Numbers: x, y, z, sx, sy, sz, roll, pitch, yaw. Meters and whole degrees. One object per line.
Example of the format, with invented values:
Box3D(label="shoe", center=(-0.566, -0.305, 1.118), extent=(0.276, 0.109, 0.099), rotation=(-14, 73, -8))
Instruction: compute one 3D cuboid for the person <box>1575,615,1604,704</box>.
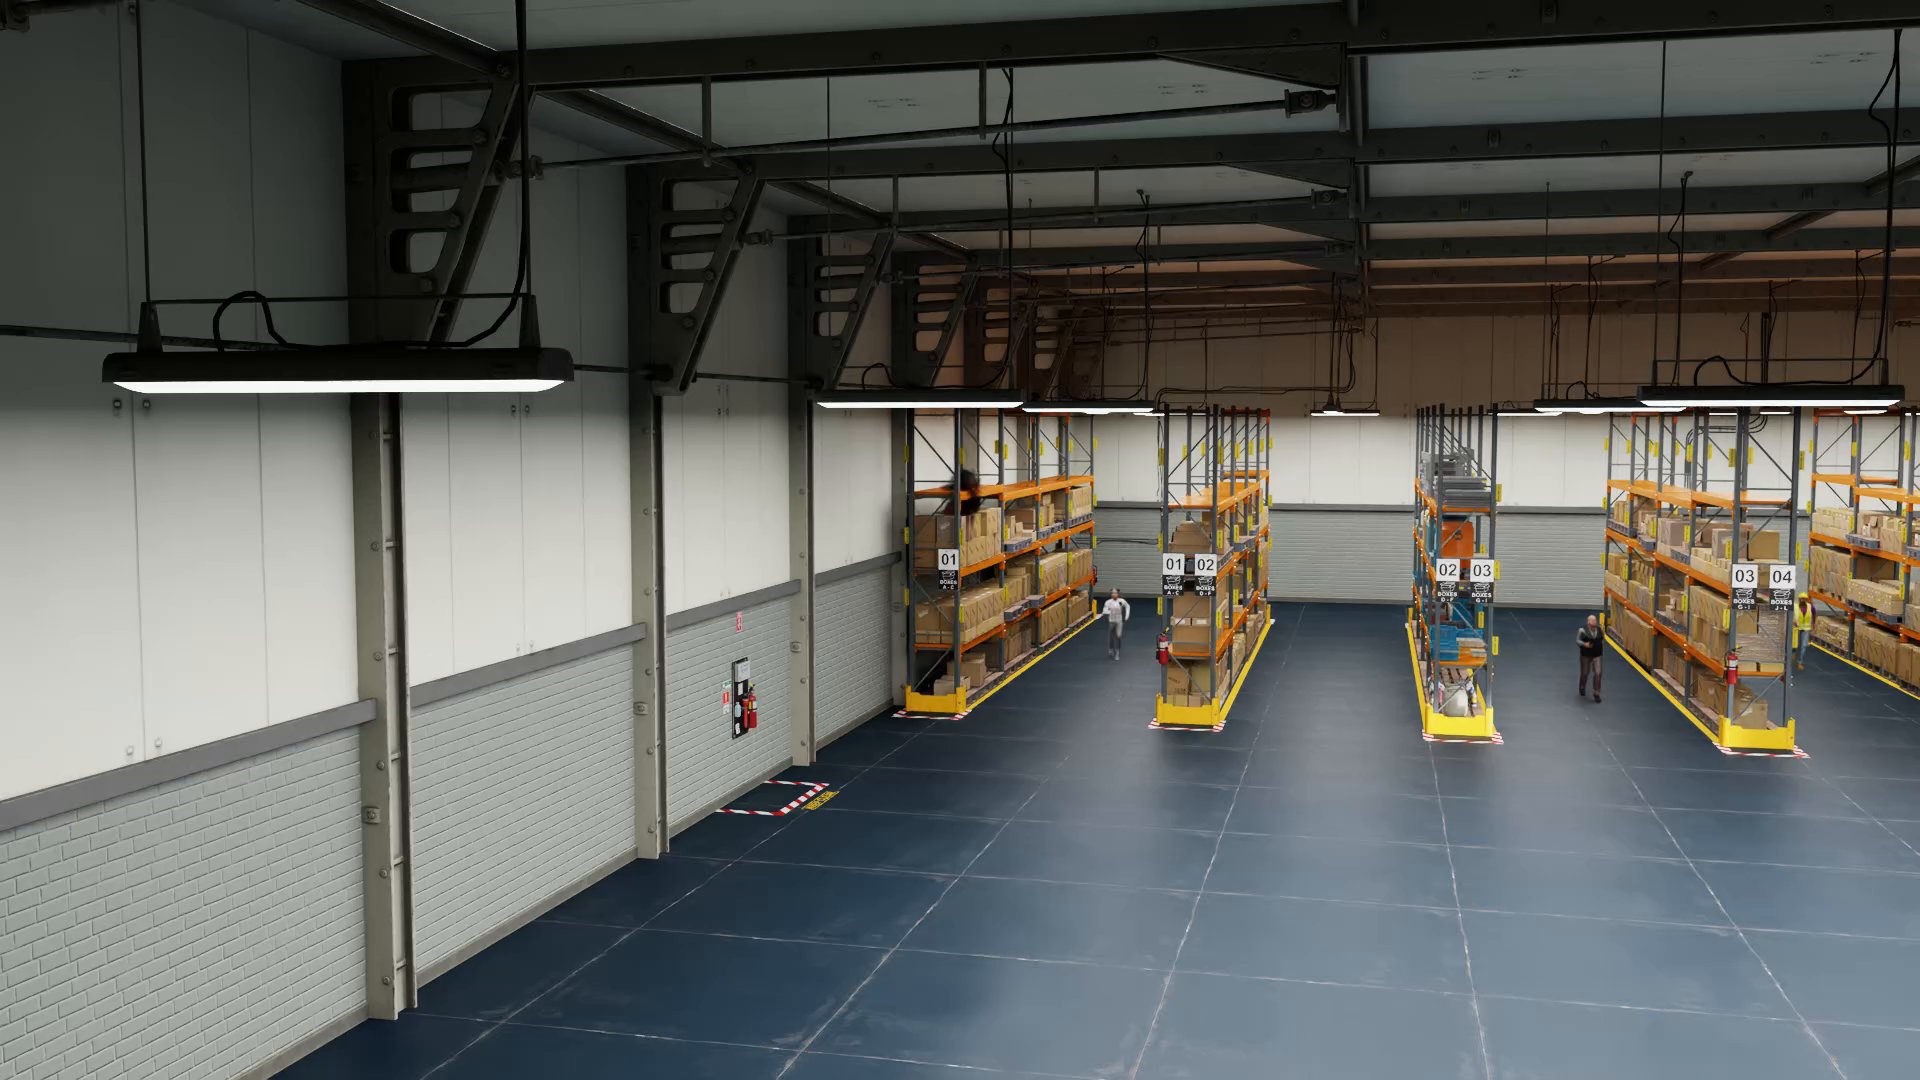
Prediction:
Box3D(label="person", center=(12.824, 2.392, 33.855), extent=(0.610, 1.750, 0.889), rotation=(1, 4, 10))

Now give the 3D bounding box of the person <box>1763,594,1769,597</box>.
Box3D(label="person", center=(20.344, 1.908, 41.537), extent=(0.700, 1.616, 0.661), rotation=(1, 4, 19))

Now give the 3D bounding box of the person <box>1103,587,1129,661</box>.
Box3D(label="person", center=(3.731, 1.989, 39.745), extent=(0.621, 1.746, 0.880), rotation=(1, 4, 8))

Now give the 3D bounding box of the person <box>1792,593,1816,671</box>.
Box3D(label="person", center=(19.314, 2.071, 38.234), extent=(0.726, 1.755, 0.962), rotation=(1, 4, 12))
